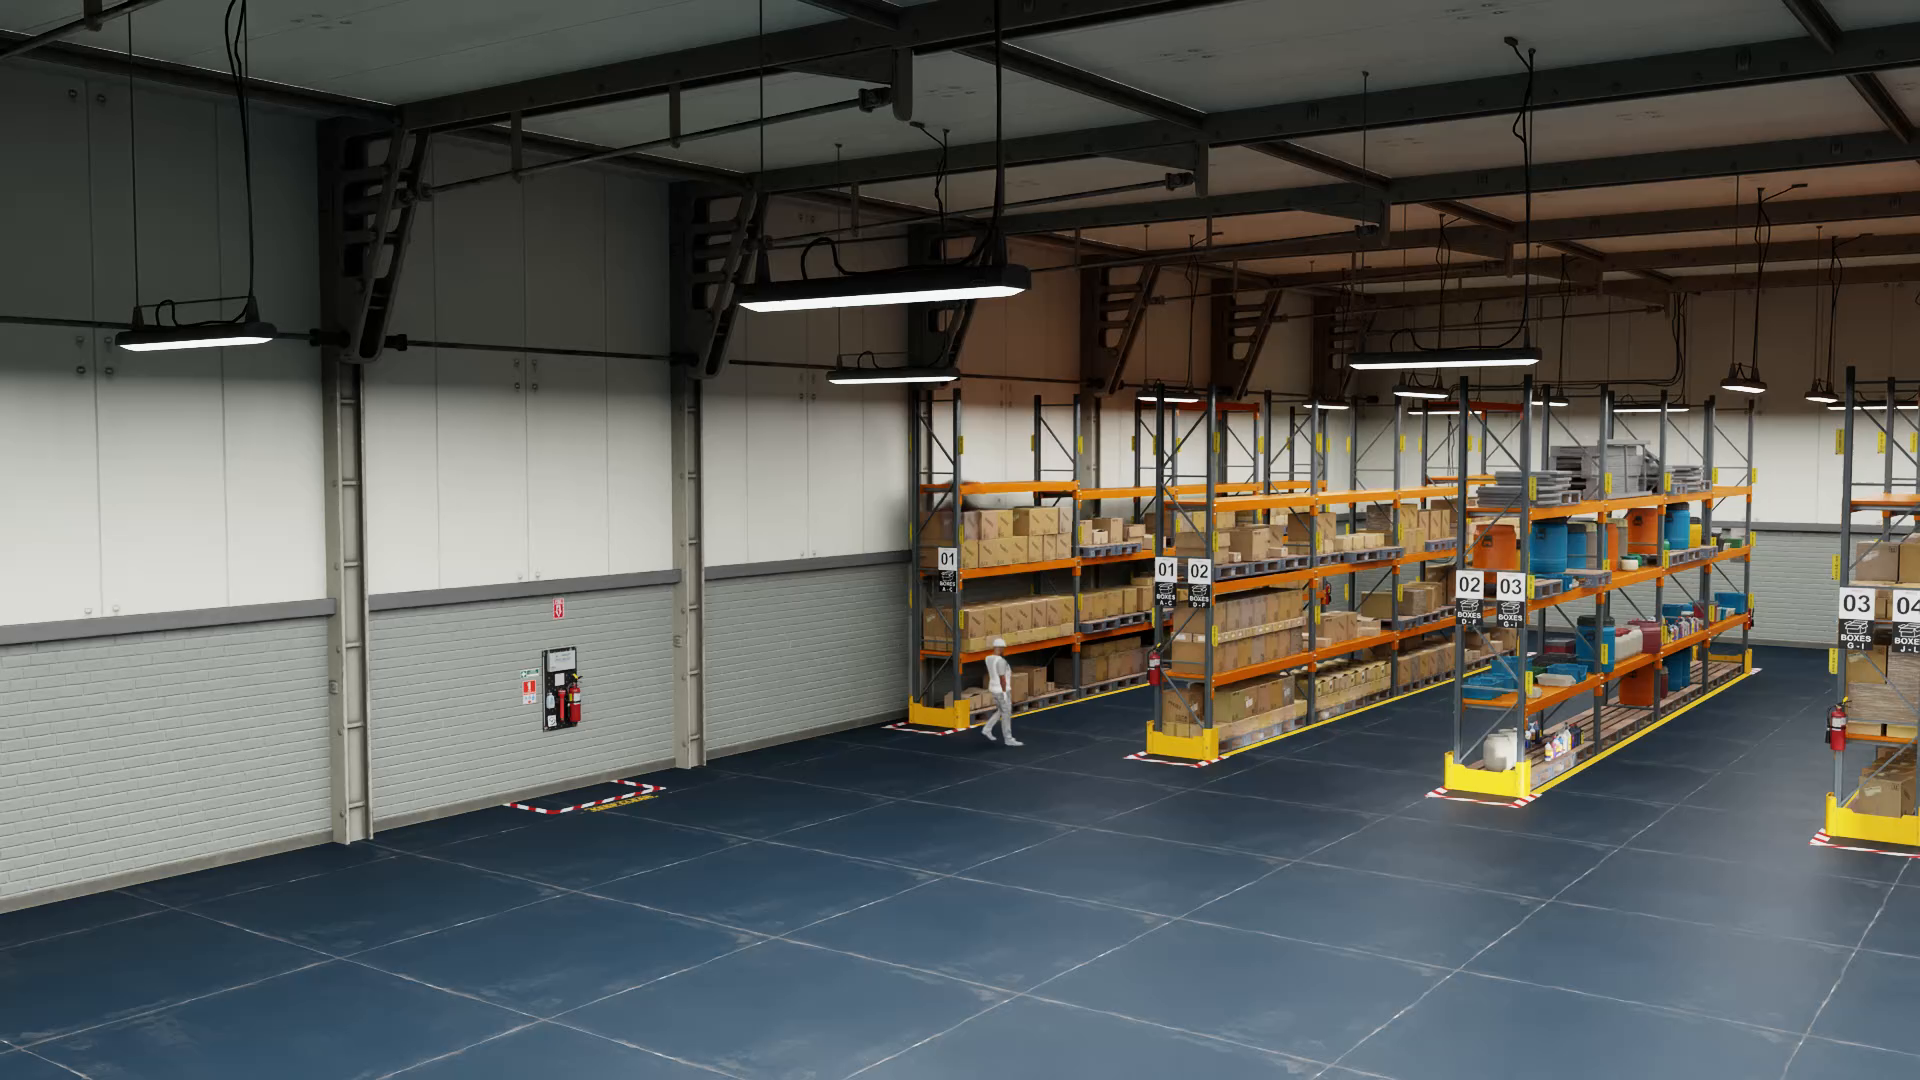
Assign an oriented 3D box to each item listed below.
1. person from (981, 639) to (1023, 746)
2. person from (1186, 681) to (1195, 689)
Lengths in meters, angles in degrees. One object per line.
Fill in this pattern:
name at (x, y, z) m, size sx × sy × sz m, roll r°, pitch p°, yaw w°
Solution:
person at (0.699, 2.543, 27.807) m, size 0.600 × 1.782 × 0.610 m, roll -1°, pitch 4°, yaw -24°
person at (4.610, 2.268, 33.332) m, size 0.574 × 1.634 × 1.022 m, roll 2°, pitch 4°, yaw 27°
